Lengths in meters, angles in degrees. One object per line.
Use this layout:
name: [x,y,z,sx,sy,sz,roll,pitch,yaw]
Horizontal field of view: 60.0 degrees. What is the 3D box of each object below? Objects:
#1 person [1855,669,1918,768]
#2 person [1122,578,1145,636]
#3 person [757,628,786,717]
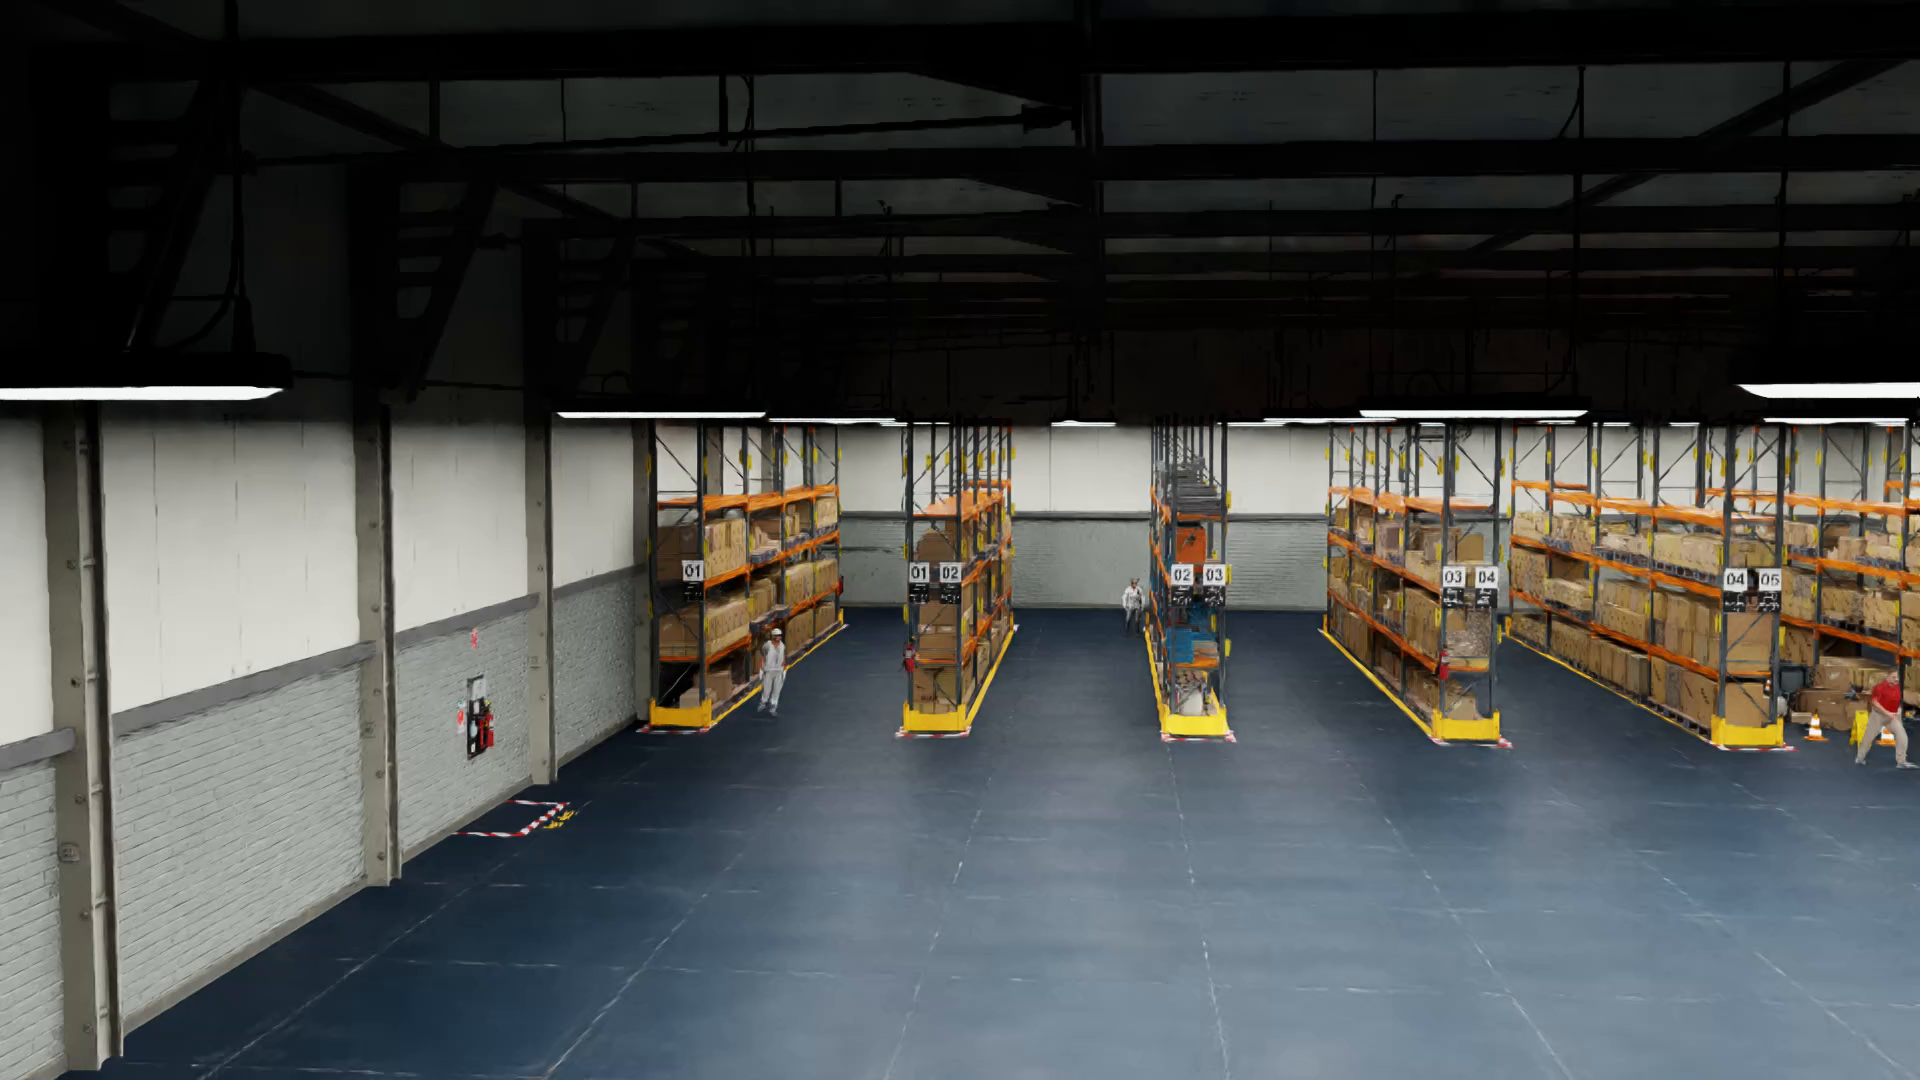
person: [15.640,2.992,28.109,0.701,1.662,0.857,-1,4,-11]
person: [4.783,1.837,45.777,0.639,1.632,0.506,0,4,4]
person: [-3.742,2.617,33.032,0.589,1.776,0.572,-2,4,-30]
